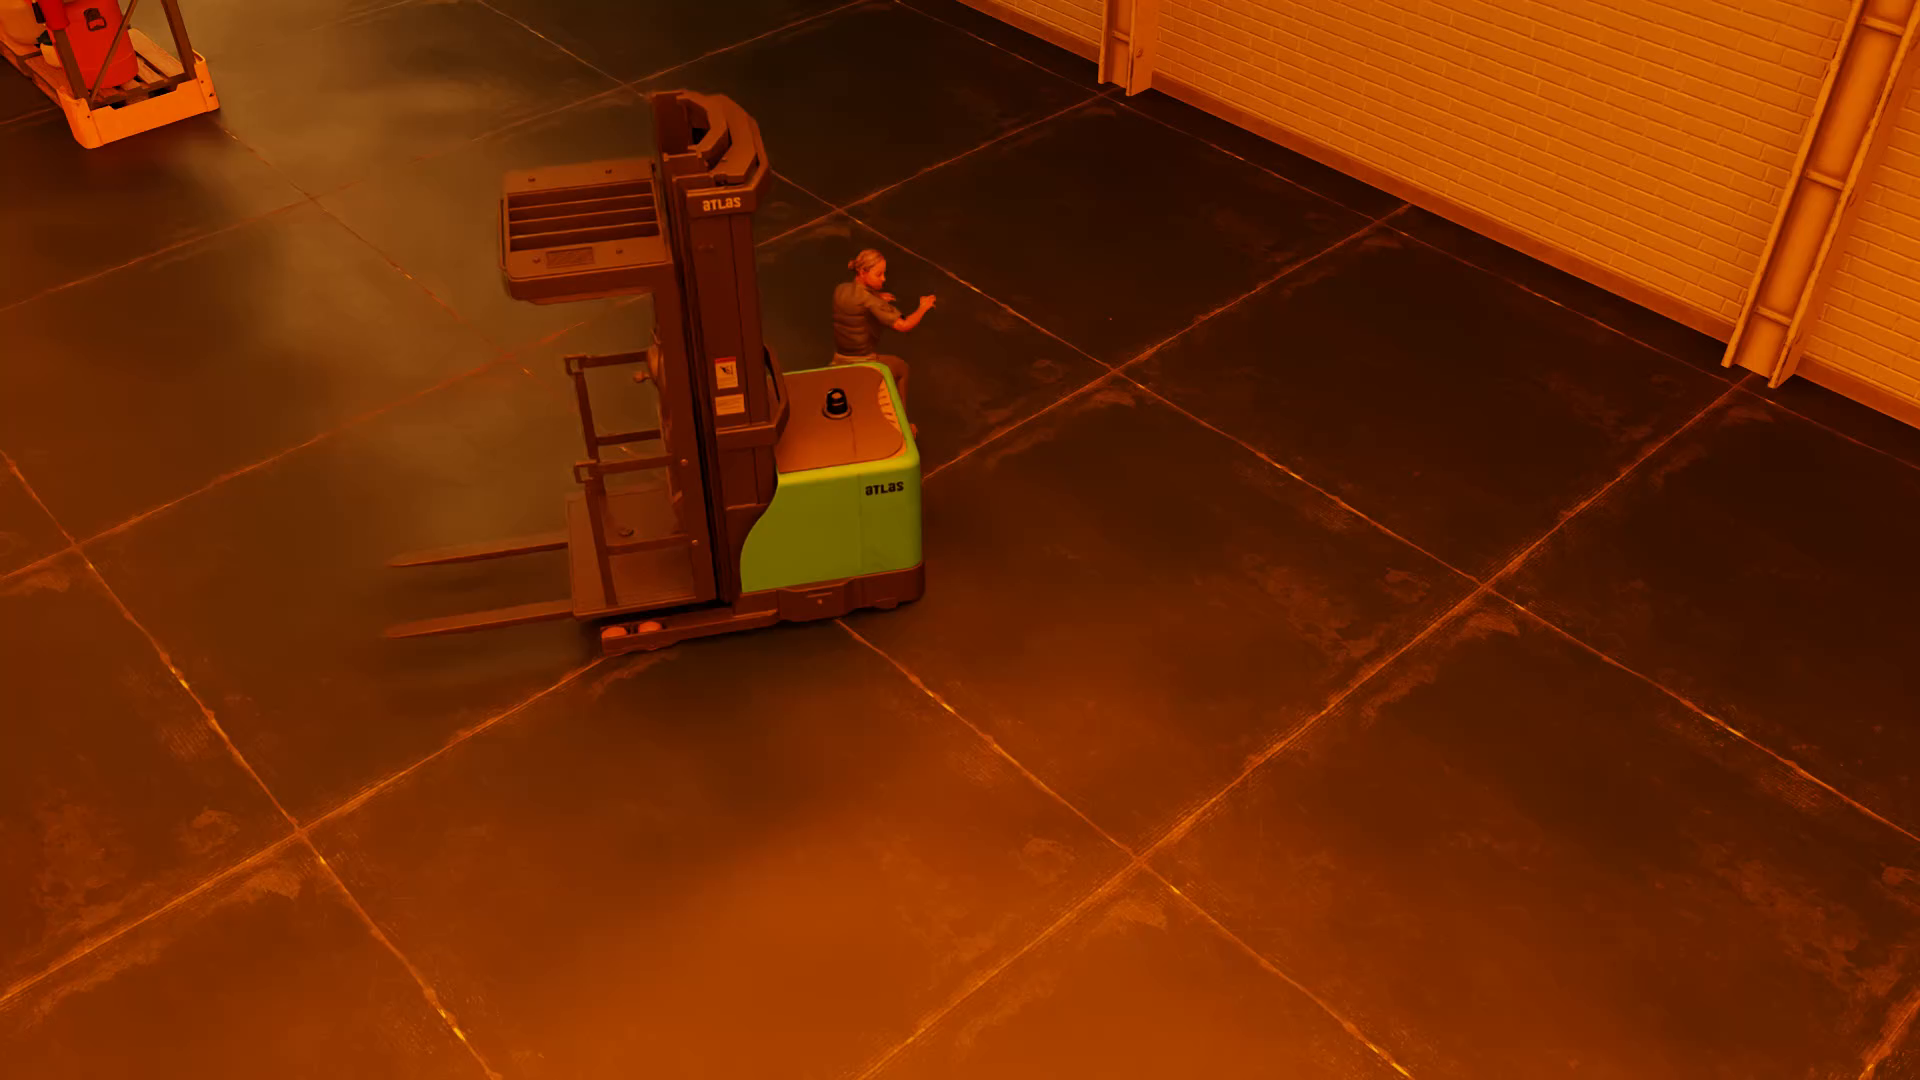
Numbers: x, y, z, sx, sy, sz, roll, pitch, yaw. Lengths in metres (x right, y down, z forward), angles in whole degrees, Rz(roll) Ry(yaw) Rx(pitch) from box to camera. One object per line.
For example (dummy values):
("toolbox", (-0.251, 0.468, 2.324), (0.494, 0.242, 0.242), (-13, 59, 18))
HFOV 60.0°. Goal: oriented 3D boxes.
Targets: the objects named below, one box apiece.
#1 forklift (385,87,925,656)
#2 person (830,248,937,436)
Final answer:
("forklift", (-1.776, -0.836, 8.877), (3.031, 2.935, 1.130), (-8, 42, -10))
("person", (-0.467, -1.247, 10.548), (0.705, 1.384, 0.910), (23, 46, 24))
